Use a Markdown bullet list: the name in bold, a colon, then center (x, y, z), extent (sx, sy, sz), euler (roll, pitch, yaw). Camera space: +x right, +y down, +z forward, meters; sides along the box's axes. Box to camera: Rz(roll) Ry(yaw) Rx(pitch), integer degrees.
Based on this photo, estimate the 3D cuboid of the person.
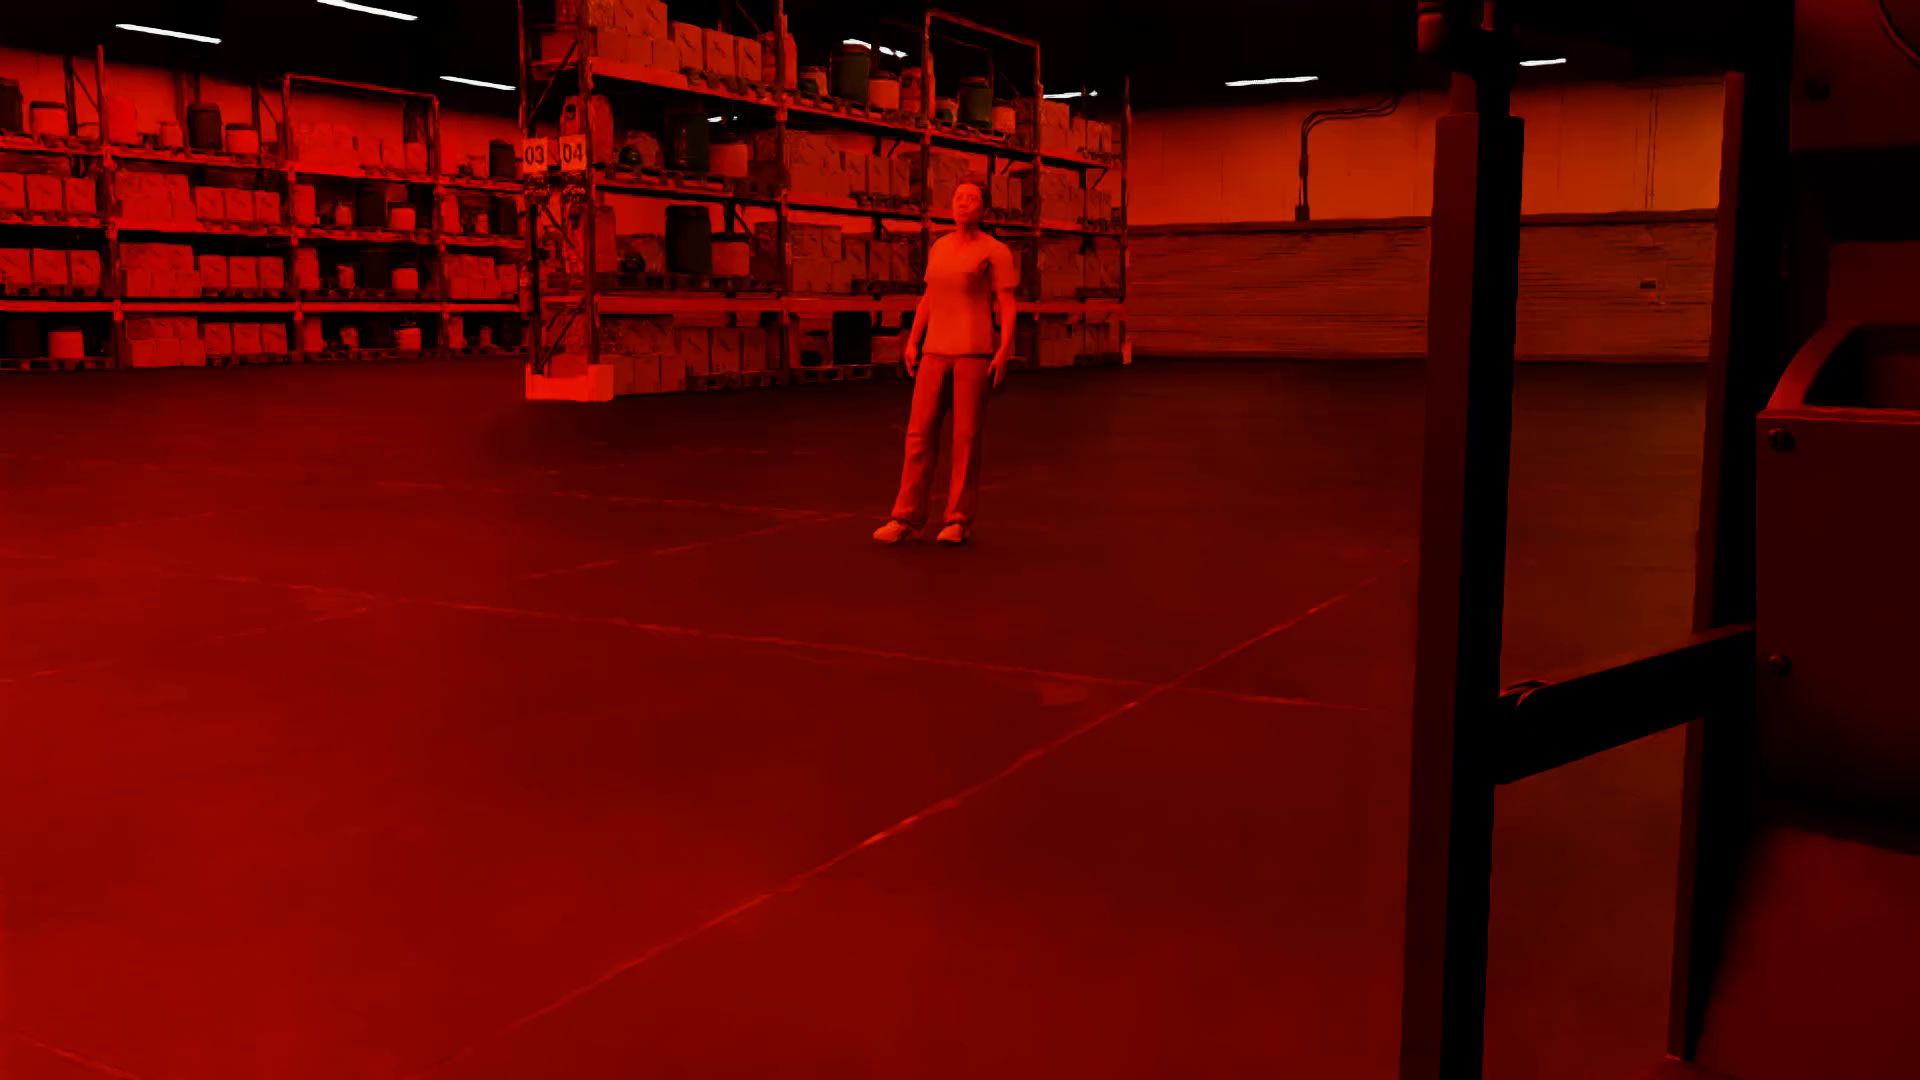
- **person**: center (-0.045, -0.829, 7.639), extent (0.554, 1.674, 0.548), euler (4, 9, 29)
